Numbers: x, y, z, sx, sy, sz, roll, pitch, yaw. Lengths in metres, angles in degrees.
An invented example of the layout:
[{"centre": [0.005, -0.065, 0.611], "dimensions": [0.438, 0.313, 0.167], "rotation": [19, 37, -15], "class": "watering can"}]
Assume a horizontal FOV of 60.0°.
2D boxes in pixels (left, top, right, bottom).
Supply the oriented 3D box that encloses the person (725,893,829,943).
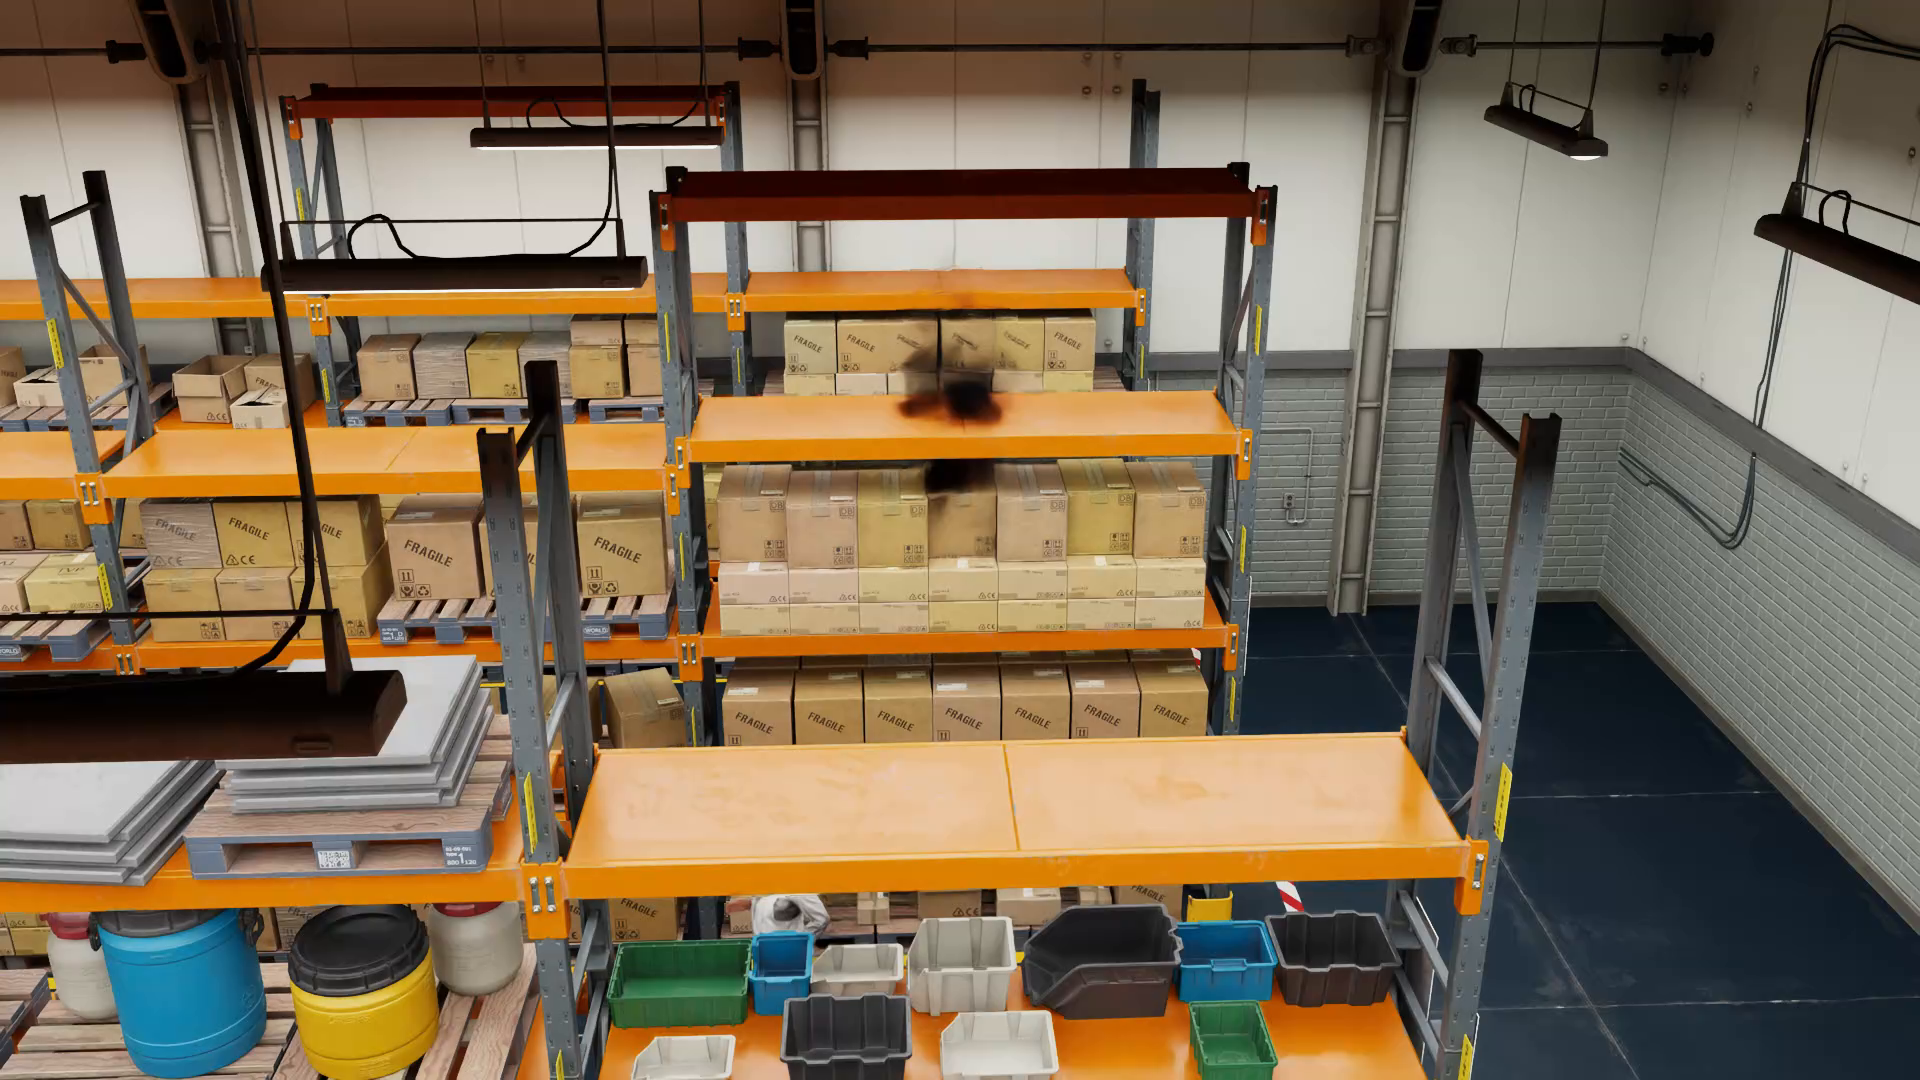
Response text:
[{"centre": [-1.205, 2.755, 11.187], "dimensions": [0.844, 1.810, 0.655], "rotation": [-6, 23, -15], "class": "person"}]
